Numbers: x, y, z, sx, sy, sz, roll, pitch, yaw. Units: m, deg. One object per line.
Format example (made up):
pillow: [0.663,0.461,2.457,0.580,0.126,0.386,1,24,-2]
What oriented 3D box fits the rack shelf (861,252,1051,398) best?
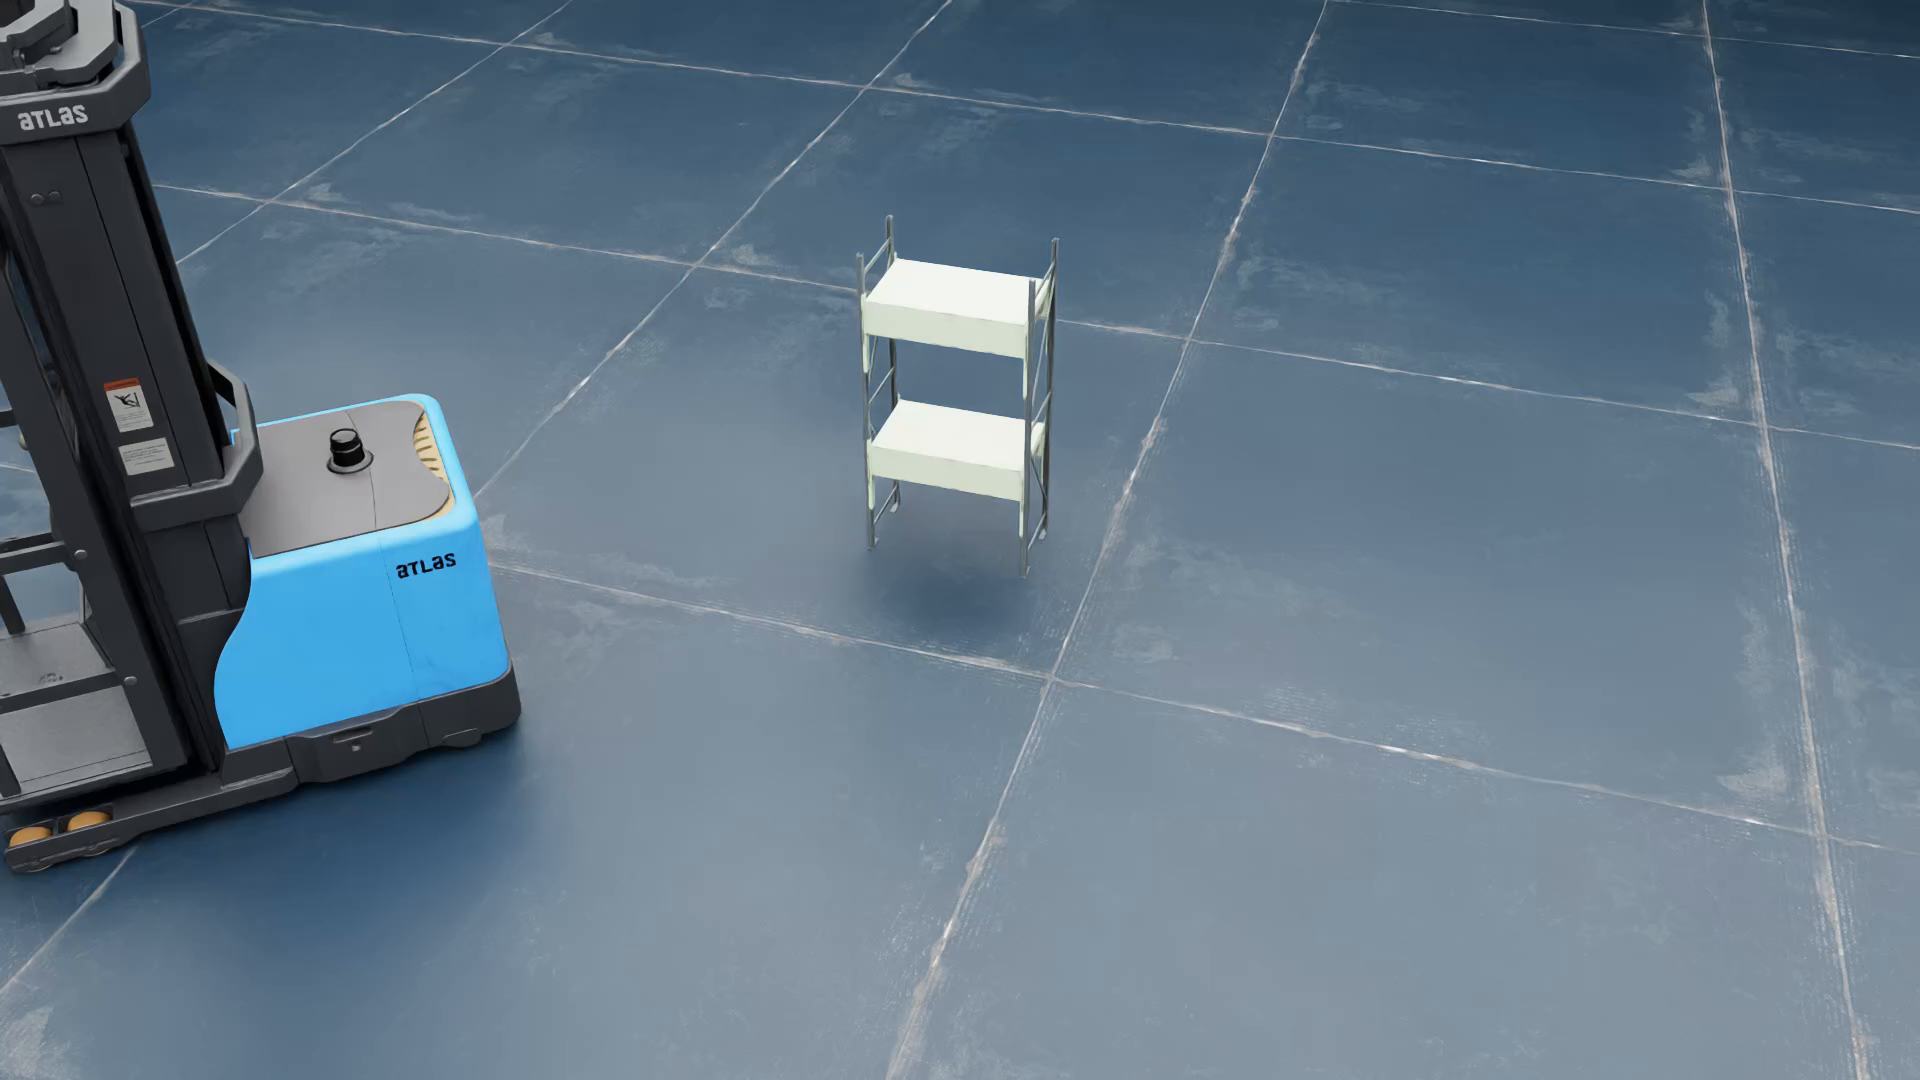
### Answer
rack shelf: [-0.006,-0.919,7.076,0.720,0.370,0.431,10,38,14]

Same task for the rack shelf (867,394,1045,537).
rack shelf: [-0.006,-0.343,7.500,0.720,0.370,0.431,10,38,14]

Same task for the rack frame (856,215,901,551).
rack frame: [-0.356,-0.670,7.395,0.023,1.500,0.400,10,38,14]

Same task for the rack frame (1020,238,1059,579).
rack frame: [0.343,-0.541,7.219,0.023,1.500,0.400,10,38,14]

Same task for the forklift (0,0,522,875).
forklift: [-3.329,-0.322,5.715,3.031,2.935,1.130,-14,39,-19]

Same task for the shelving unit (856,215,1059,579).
shelving unit: [-0.006,-0.605,7.307,0.755,1.500,0.431,10,38,14]
